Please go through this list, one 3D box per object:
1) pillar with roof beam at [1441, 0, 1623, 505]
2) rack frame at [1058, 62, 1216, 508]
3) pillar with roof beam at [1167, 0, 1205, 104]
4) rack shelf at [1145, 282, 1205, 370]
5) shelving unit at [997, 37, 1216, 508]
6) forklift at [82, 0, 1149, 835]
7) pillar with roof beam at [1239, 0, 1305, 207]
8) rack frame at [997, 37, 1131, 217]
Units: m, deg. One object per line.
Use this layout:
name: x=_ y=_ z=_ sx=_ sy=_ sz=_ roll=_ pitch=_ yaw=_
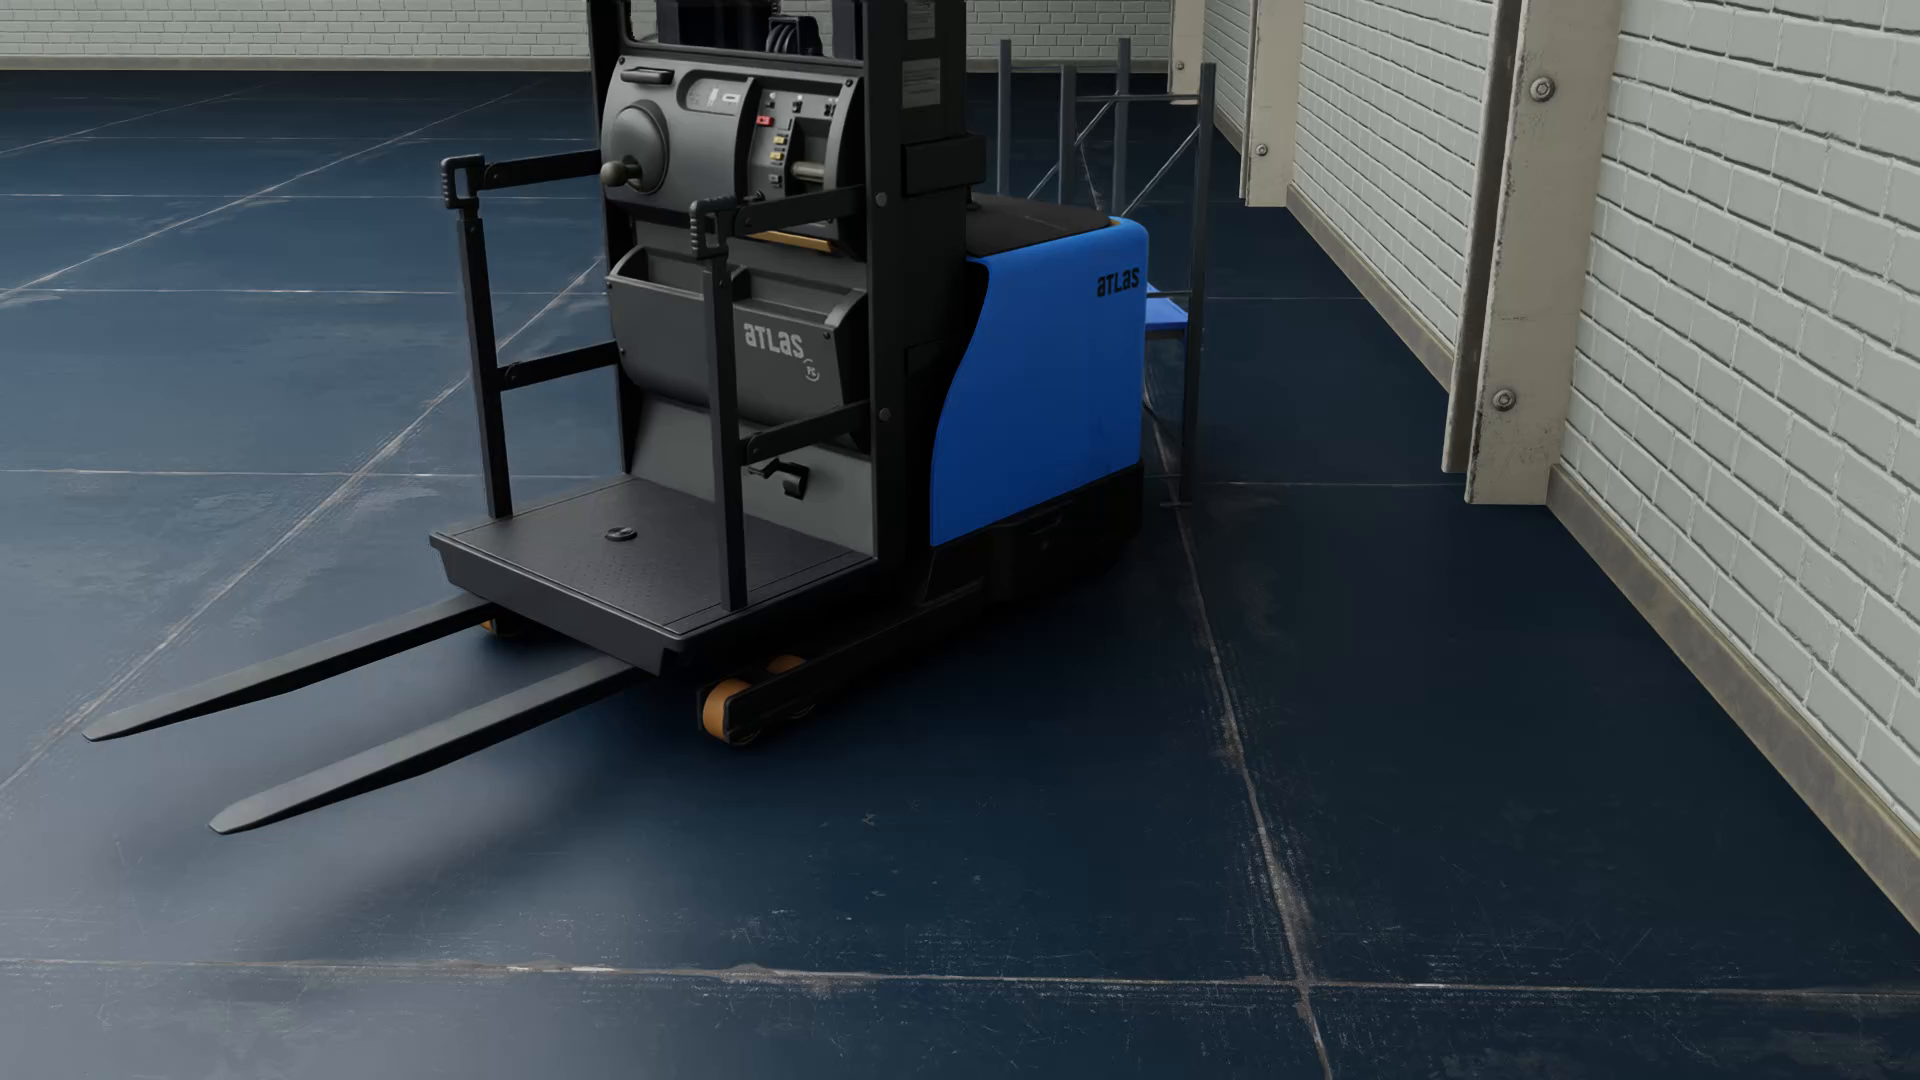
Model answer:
pillar with roof beam: x=-2.354 y=-4.440 z=4.532 sx=9.100 sy=9.000 sz=0.400 roll=1 pitch=21 yaw=2
rack frame: x=0.568 y=-0.809 z=5.540 sx=0.500 sy=1.500 sz=0.032 roll=-4 pitch=22 yaw=-9
pillar with roof beam: x=-1.989 y=-8.779 z=15.714 sx=9.100 sy=9.000 sz=0.400 roll=1 pitch=21 yaw=2
rack shelf: x=0.480 y=-0.822 z=6.072 sx=0.538 sy=0.185 sz=1.000 roll=-4 pitch=22 yaw=-9
shelving unit: x=0.480 y=-0.990 z=6.007 sx=0.538 sy=1.500 sz=1.048 roll=-4 pitch=22 yaw=-9
forklift: x=-0.755 y=-1.054 z=4.194 sx=1.130 sy=2.935 sz=3.031 roll=18 pitch=27 yaw=38
pillar with roof beam: x=-2.171 y=-6.610 z=10.123 sx=9.100 sy=9.000 sz=0.400 roll=1 pitch=21 yaw=2
rack frame: x=0.392 y=-1.171 z=6.474 sx=0.500 sy=1.500 sz=0.032 roll=-4 pitch=22 yaw=-9
